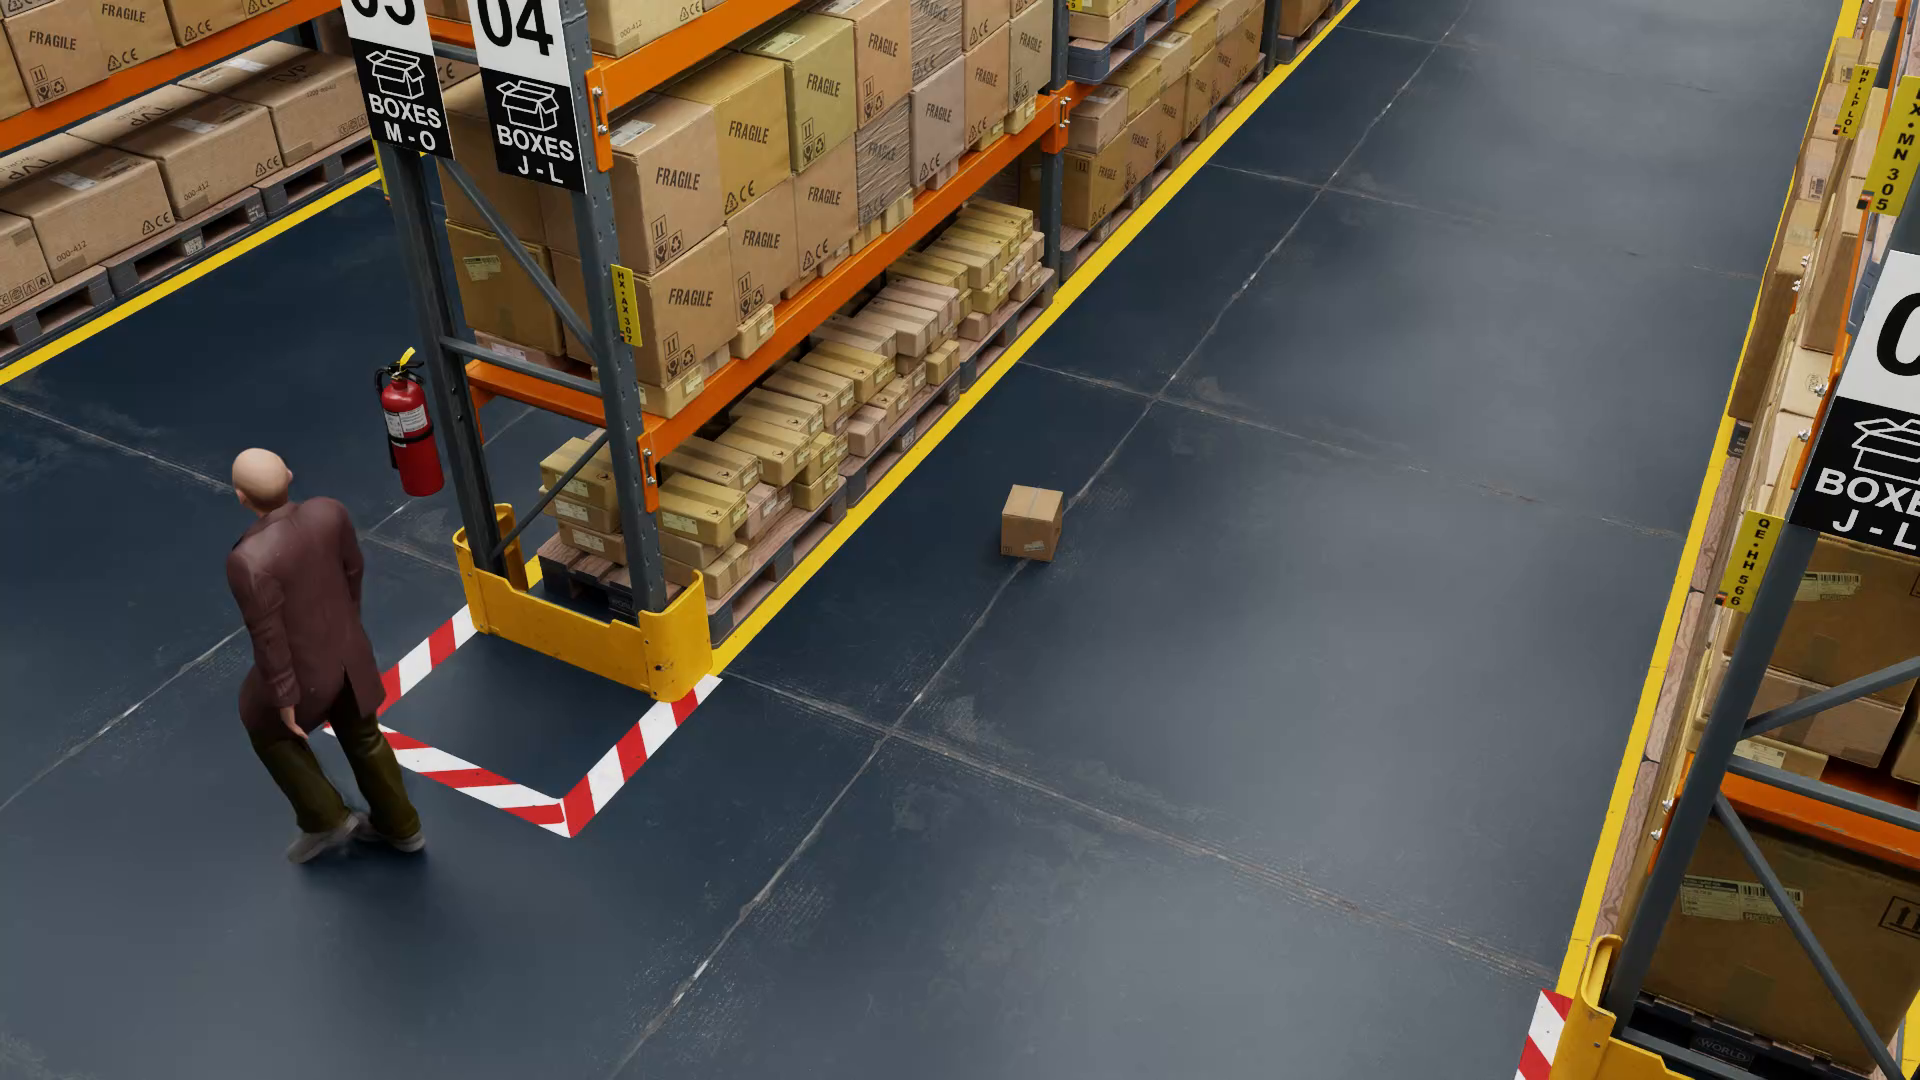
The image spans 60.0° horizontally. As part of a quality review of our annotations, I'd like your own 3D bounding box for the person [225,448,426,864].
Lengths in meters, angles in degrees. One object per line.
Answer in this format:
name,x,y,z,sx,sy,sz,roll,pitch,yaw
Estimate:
person,-2.354,0.466,6.159,0.555,1.831,0.611,19,41,23
